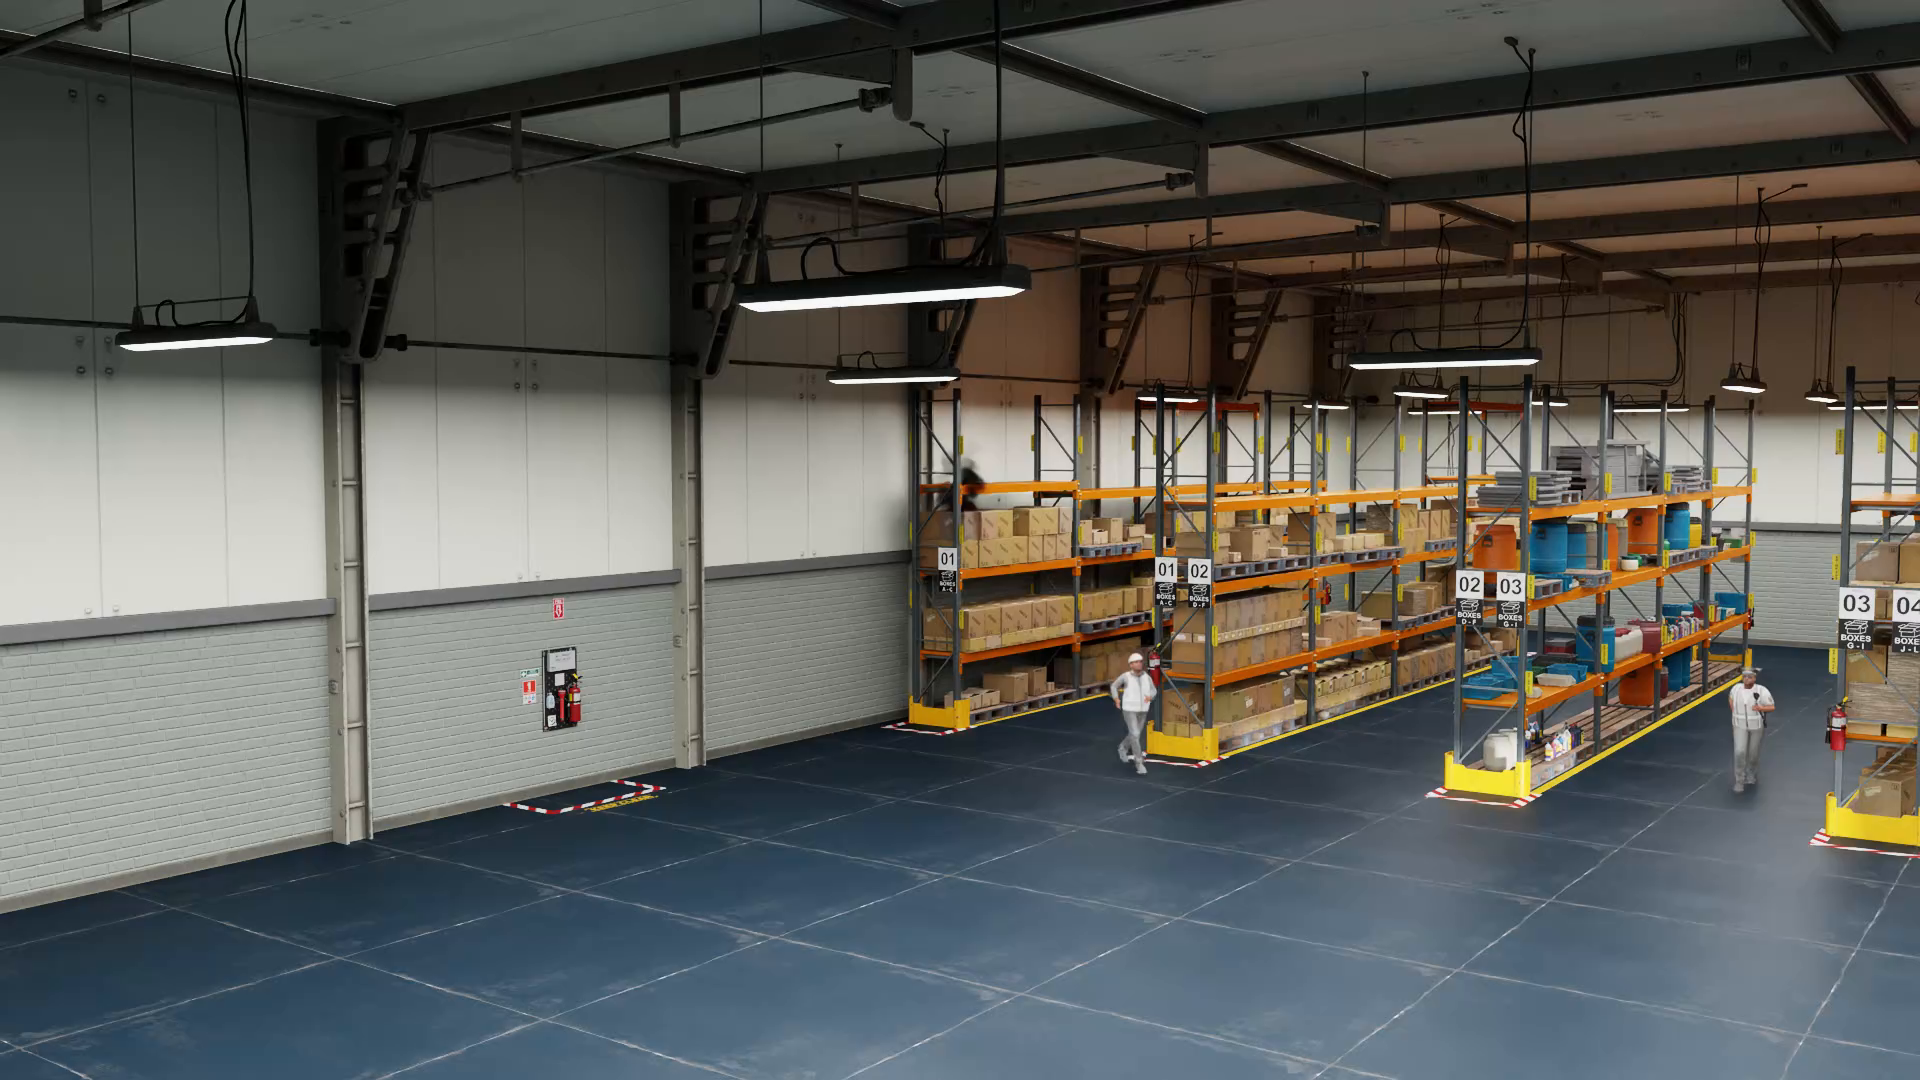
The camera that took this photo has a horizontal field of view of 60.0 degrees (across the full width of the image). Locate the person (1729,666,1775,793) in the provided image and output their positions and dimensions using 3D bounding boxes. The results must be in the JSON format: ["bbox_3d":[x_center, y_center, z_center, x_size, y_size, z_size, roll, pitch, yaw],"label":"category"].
[{"bbox_3d":[11.506,2.750,24.213,0.615,1.856,0.811,2,4,30],"label":"person"}]

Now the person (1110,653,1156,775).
[{"bbox_3d":[2.723,2.649,25.711,0.701,1.792,0.924,-2,4,-26],"label":"person"}]
